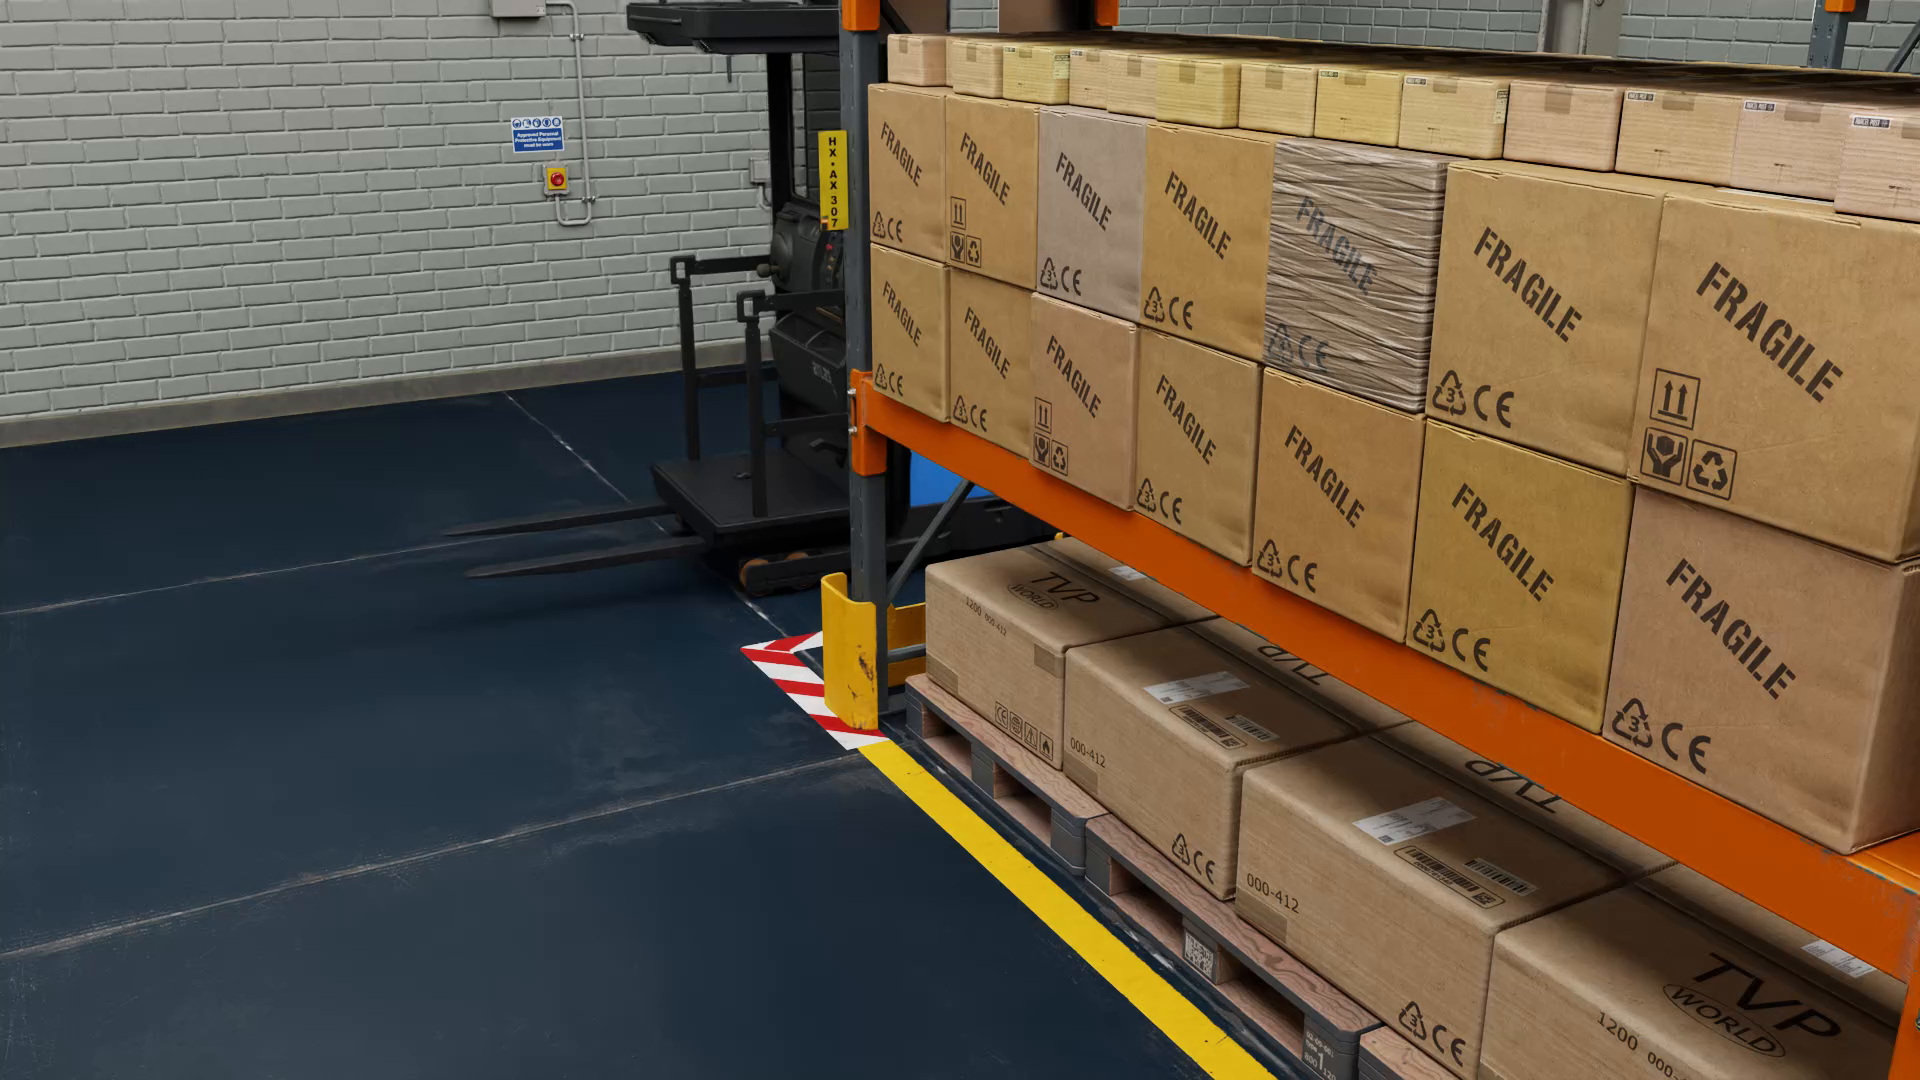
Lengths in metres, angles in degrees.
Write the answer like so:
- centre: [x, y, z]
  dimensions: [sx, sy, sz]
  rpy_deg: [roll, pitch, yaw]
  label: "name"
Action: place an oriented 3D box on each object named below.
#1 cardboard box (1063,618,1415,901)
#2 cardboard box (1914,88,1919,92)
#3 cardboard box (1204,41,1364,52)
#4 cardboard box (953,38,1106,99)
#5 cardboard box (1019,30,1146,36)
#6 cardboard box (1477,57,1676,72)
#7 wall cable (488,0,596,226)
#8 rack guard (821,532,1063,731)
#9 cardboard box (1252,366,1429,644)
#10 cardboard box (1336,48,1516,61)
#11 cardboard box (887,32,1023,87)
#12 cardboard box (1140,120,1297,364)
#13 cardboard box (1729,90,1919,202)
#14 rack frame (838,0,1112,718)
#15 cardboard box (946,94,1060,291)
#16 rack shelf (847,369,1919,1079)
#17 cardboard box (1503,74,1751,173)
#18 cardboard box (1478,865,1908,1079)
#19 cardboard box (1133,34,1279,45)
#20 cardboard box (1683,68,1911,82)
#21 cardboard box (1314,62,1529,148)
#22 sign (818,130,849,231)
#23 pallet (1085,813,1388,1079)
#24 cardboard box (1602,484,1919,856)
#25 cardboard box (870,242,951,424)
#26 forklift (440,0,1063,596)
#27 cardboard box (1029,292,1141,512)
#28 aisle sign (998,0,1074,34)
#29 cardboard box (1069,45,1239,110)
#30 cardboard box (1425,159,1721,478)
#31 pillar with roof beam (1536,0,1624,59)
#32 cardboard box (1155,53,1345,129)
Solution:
- centre: [0.911, 0.606, 5.062]
  dimensions: [0.875, 0.438, 0.875]
  rpy_deg: [-9, 21, -25]
  label: "cardboard box"
- centre: [1.910, -0.723, 2.946]
  dimensions: [0.380, 0.149, 0.250]
  rpy_deg: [-10, 21, -26]
  label: "cardboard box"
- centre: [0.898, -1.302, 4.626]
  dimensions: [0.380, 0.149, 0.250]
  rpy_deg: [-10, 22, -27]
  label: "cardboard box"
- centre: [0.202, -1.368, 4.816]
  dimensions: [0.380, 0.149, 0.250]
  rpy_deg: [-9, 21, -25]
  label: "cardboard box"
- centre: [0.415, -1.597, 5.480]
  dimensions: [0.380, 0.149, 0.250]
  rpy_deg: [-10, 21, -26]
  label: "cardboard box"
- centre: [1.395, -1.010, 3.781]
  dimensions: [0.380, 0.149, 0.250]
  rpy_deg: [-10, 21, -27]
  label: "cardboard box"
- centre: [-2.630, -2.953, 10.484]
  dimensions: [0.585, 1.953, 0.123]
  rpy_deg: [-10, 21, -27]
  label: "wall cable"
- centre: [0.057, 0.332, 6.402]
  dimensions: [1.175, 0.500, 0.348]
  rpy_deg: [-10, 21, -27]
  label: "rack guard"
- centre: [1.021, -0.124, 3.739]
  dimensions: [0.500, 0.500, 0.500]
  rpy_deg: [-10, 22, -27]
  label: "cardboard box"
- centre: [1.177, -1.161, 4.217]
  dimensions: [0.380, 0.149, 0.250]
  rpy_deg: [-9, 21, -25]
  label: "cardboard box"
- centre: [-0.007, -1.524, 5.270]
  dimensions: [0.380, 0.149, 0.250]
  rpy_deg: [-9, 21, -26]
  label: "cardboard box"
- centre: [0.786, -0.744, 4.002]
  dimensions: [0.500, 0.500, 0.500]
  rpy_deg: [-10, 21, -26]
  label: "cardboard box"
- centre: [1.511, -0.652, 2.743]
  dimensions: [0.380, 0.149, 0.250]
  rpy_deg: [-9, 21, -25]
  label: "cardboard box"
- centre: [0.068, -0.842, 5.974]
  dimensions: [1.000, 3.000, 0.127]
  rpy_deg: [-10, 21, -27]
  label: "rack frame"
- centre: [0.297, -1.033, 4.841]
  dimensions: [0.500, 0.500, 0.500]
  rpy_deg: [-11, 22, -28]
  label: "cardboard box"
- centre: [1.018, 0.072, 4.428]
  dimensions: [1.077, 0.370, 4.000]
  rpy_deg: [-10, 21, -27]
  label: "rack shelf"
- centre: [1.265, -0.795, 3.157]
  dimensions: [0.380, 0.149, 0.250]
  rpy_deg: [-10, 21, -27]
  label: "cardboard box"
- centre: [1.764, 1.122, 3.567]
  dimensions: [0.875, 0.438, 0.875]
  rpy_deg: [-10, 22, -27]
  label: "cardboard box"
- centre: [0.753, -1.467, 5.103]
  dimensions: [0.380, 0.149, 0.250]
  rpy_deg: [-10, 22, -27]
  label: "cardboard box"
- centre: [1.687, -0.870, 3.375]
  dimensions: [0.380, 0.149, 0.250]
  rpy_deg: [-10, 21, -27]
  label: "cardboard box"
- centre: [0.990, -0.937, 3.567]
  dimensions: [0.380, 0.149, 0.250]
  rpy_deg: [-10, 22, -28]
  label: "cardboard box"
- centre: [-0.423, -1.205, 5.576]
  dimensions: [0.100, 0.325, 0.005]
  rpy_deg: [-10, 21, -27]
  label: "sign"
- centre: [1.092, 1.043, 4.785]
  dimensions: [1.003, 0.211, 1.213]
  rpy_deg: [-10, 21, -27]
  label: "pallet"
- centre: [1.522, 0.165, 2.901]
  dimensions: [0.500, 0.500, 0.500]
  rpy_deg: [-10, 21, -26]
  label: "cardboard box"
- centre: [0.043, -0.707, 5.430]
  dimensions: [0.500, 0.500, 0.500]
  rpy_deg: [-10, 21, -27]
  label: "cardboard box"
- centre: [-0.855, -1.330, 7.494]
  dimensions: [3.031, 2.935, 1.130]
  rpy_deg: [-9, 21, -24]
  label: "forklift"
- centre: [0.534, -0.418, 4.590]
  dimensions: [0.500, 0.500, 0.500]
  rpy_deg: [-10, 21, -27]
  label: "cardboard box"
- centre: [0.307, -2.140, 5.749]
  dimensions: [0.394, 0.787, 0.004]
  rpy_deg: [-10, 21, -27]
  label: "aisle sign"
- centre: [0.514, -1.228, 4.410]
  dimensions: [0.380, 0.149, 0.250]
  rpy_deg: [-10, 21, -26]
  label: "cardboard box"
- centre: [1.266, -0.454, 3.162]
  dimensions: [0.500, 0.500, 0.500]
  rpy_deg: [-10, 22, -27]
  label: "cardboard box"
- centre: [0.159, -4.695, 7.942]
  dimensions: [9.100, 9.000, 0.400]
  rpy_deg: [-10, 21, -27]
  label: "pillar with roof beam"
- centre: [0.692, -1.073, 3.960]
  dimensions: [0.380, 0.149, 0.250]
  rpy_deg: [-11, 22, -28]
  label: "cardboard box"
